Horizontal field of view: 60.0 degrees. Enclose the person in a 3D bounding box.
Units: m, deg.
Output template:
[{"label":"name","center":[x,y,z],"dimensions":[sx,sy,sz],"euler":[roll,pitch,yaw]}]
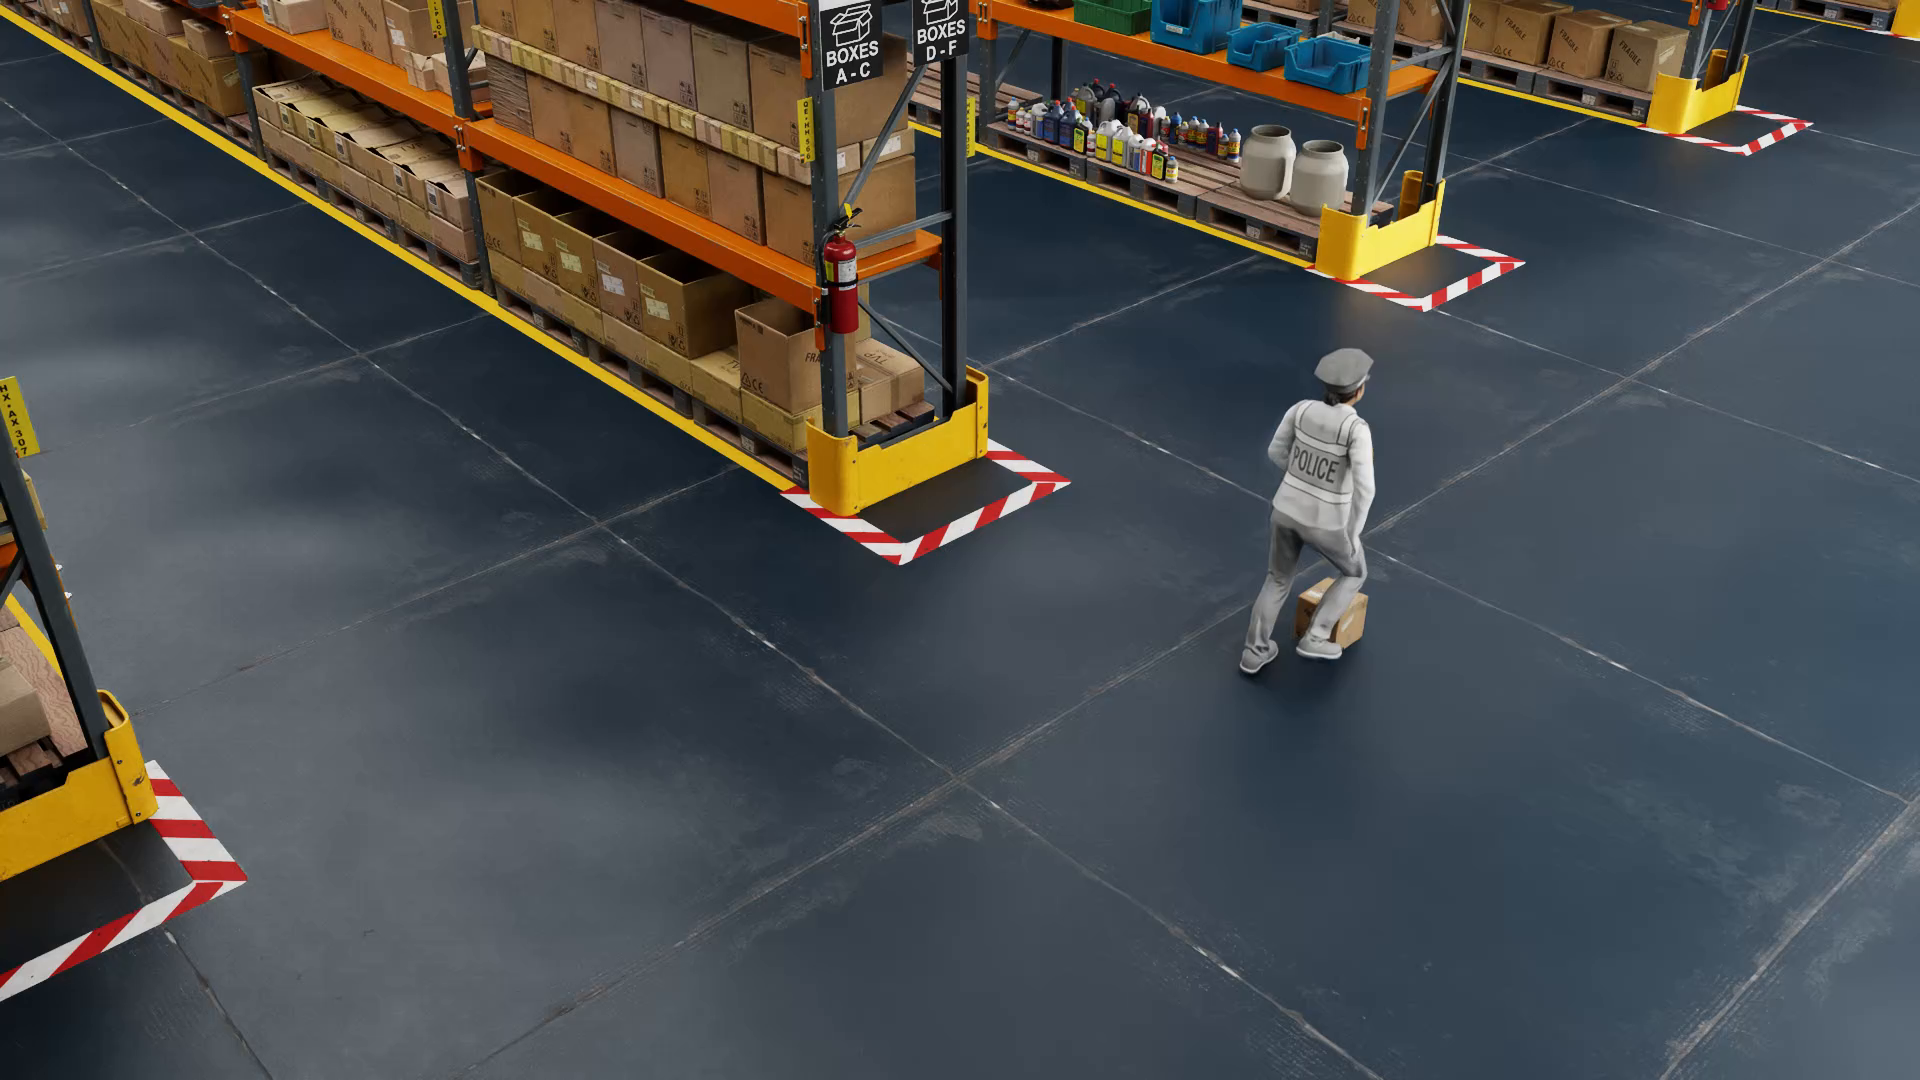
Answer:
[{"label":"person","center":[1.693,-0.107,7.913],"dimensions":[0.645,1.608,0.645],"euler":[26,40,35]}]
